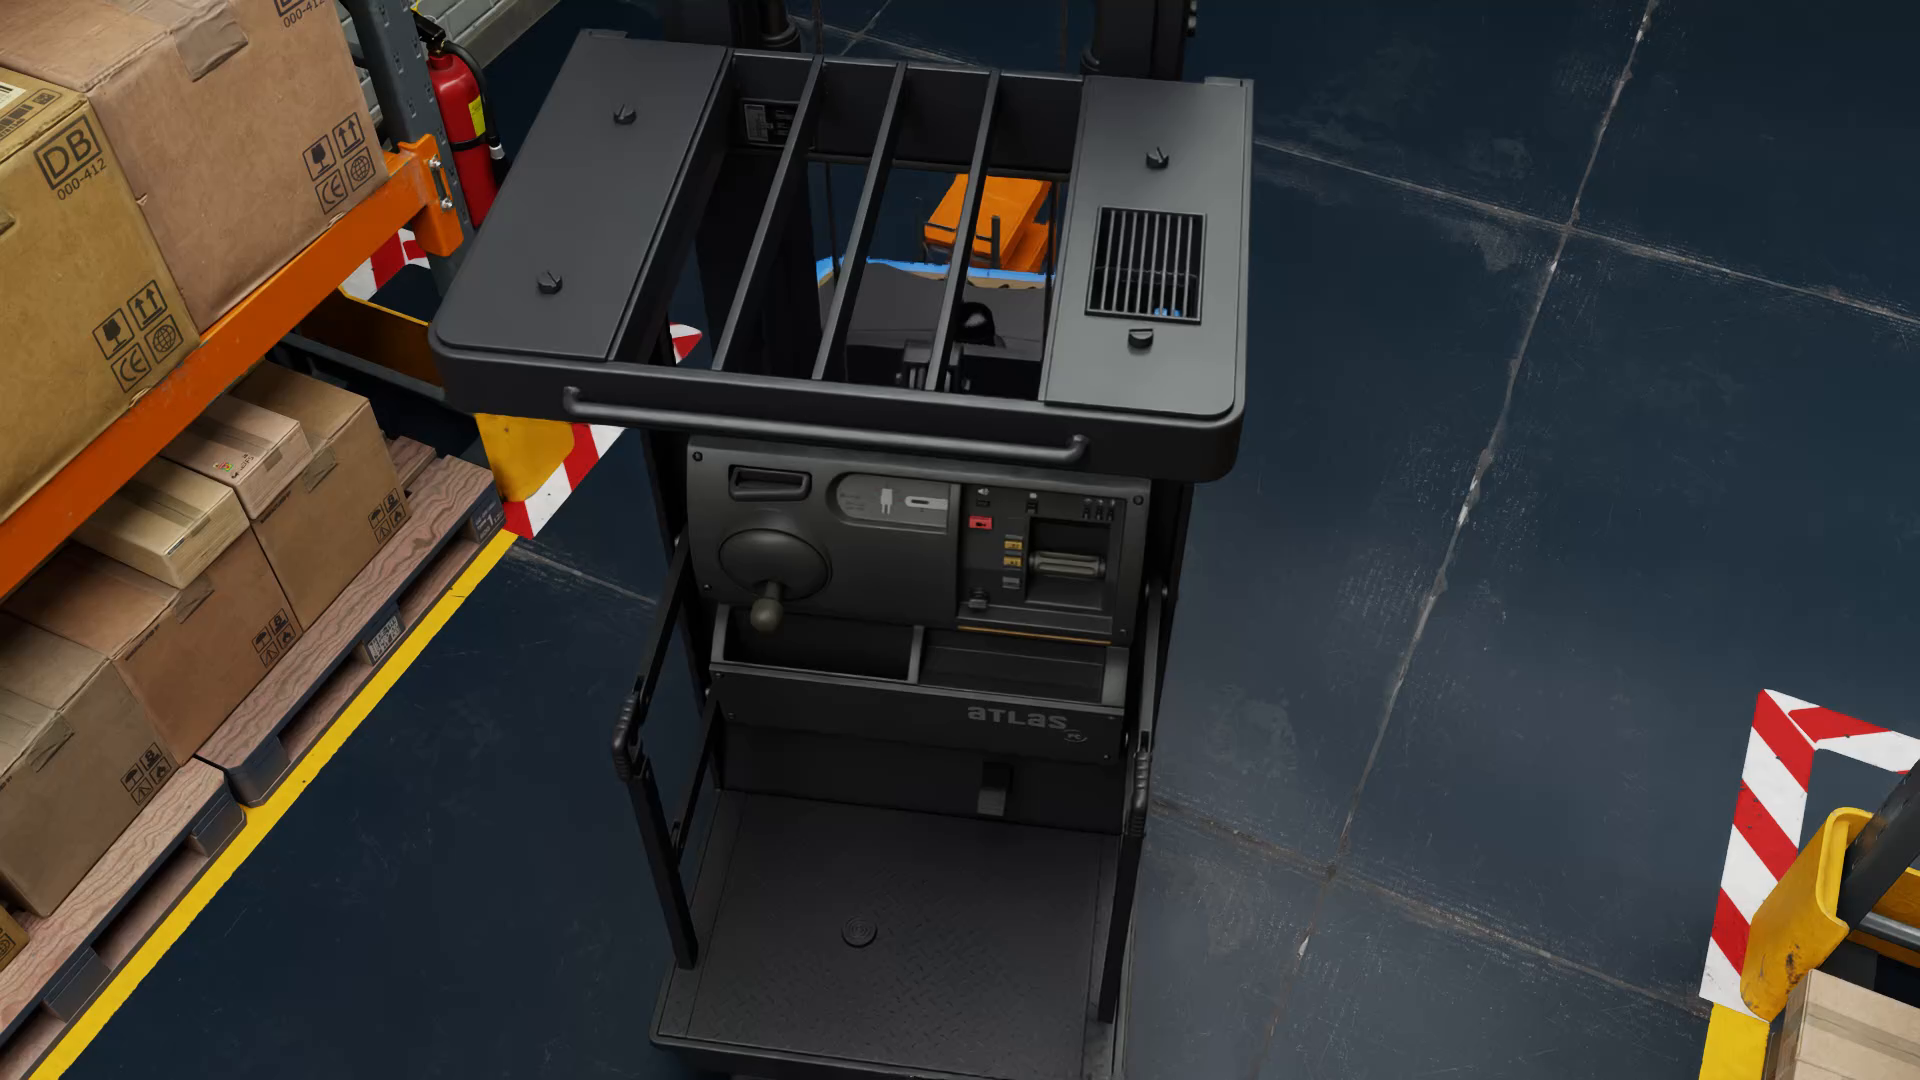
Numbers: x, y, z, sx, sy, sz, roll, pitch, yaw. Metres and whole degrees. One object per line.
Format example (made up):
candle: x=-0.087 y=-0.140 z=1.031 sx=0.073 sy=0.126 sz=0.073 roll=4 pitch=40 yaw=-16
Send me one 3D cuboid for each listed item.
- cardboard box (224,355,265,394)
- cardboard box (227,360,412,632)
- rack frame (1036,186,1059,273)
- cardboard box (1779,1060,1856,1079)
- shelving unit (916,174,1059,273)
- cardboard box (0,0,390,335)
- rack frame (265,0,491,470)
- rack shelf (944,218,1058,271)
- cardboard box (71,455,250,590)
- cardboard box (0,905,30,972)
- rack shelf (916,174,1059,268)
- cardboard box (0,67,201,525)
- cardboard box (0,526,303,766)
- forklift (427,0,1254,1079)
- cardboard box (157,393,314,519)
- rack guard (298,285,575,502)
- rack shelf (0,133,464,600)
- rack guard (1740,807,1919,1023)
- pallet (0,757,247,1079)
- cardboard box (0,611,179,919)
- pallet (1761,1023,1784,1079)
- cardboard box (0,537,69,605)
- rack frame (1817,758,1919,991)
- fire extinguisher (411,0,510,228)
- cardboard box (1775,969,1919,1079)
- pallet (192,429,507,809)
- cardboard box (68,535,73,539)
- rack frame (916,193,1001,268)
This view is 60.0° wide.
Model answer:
cardboard box: x=-2.205 y=-0.541 z=4.681 sx=0.380 sy=0.149 sz=0.250 roll=20 pitch=53 yaw=16
cardboard box: x=-2.078 y=-0.180 z=4.799 sx=0.700 sy=0.500 sz=0.500 roll=20 pitch=52 yaw=16
rack frame: x=0.177 y=-0.848 z=5.184 sx=0.240 sy=1.200 sz=0.015 roll=17 pitch=52 yaw=14
cardboard box: x=2.015 y=1.365 z=3.690 sx=0.380 sy=0.166 sz=0.250 roll=20 pitch=52 yaw=16
shelving unit: x=0.086 y=-0.676 z=5.037 sx=0.258 sy=1.200 sz=0.503 roll=17 pitch=52 yaw=14
cardboard box: x=-2.078 y=-1.111 z=4.029 sx=0.980 sy=0.700 sz=0.700 roll=22 pitch=53 yaw=18
rack frame: x=-1.869 y=-1.368 z=4.445 sx=1.000 sy=3.000 sz=0.127 roll=20 pitch=52 yaw=16
rack shelf: x=0.086 y=-0.777 z=4.918 sx=0.258 sy=0.148 sz=0.480 roll=17 pitch=52 yaw=14
cardboard box: x=-2.076 y=-0.066 z=4.276 sx=0.380 sy=0.149 sz=0.250 roll=21 pitch=53 yaw=17
cardboard box: x=-2.727 y=0.881 z=3.897 sx=0.700 sy=0.500 sz=0.500 roll=21 pitch=53 yaw=17
rack shelf: x=0.086 y=-0.931 z=4.738 sx=0.258 sy=0.148 sz=0.480 roll=17 pitch=52 yaw=14
cardboard box: x=-2.379 y=-0.607 z=3.600 sx=0.980 sy=0.700 sz=0.700 roll=19 pitch=52 yaw=16
cardboard box: x=-2.291 y=0.165 z=4.506 sx=0.700 sy=0.500 sz=0.500 roll=20 pitch=52 yaw=16
forklift: x=-0.117 y=0.124 z=3.220 sx=1.130 sy=2.935 sz=3.031 roll=6 pitch=50 yaw=5
cardboard box: x=-1.968 y=-0.242 z=4.426 sx=0.380 sy=0.149 sz=0.250 roll=19 pitch=52 yaw=16
rack guard: x=-1.859 y=-0.575 z=5.411 sx=1.175 sy=0.500 sz=0.348 roll=20 pitch=52 yaw=16
rack shelf: x=-2.724 y=0.242 z=3.547 sx=1.077 sy=0.370 sz=4.000 roll=20 pitch=52 yaw=16
rack guard: x=2.579 y=1.103 z=3.983 sx=1.175 sy=0.500 sz=0.348 roll=20 pitch=52 yaw=16
pallet: x=-2.662 y=0.948 z=4.305 sx=1.003 sy=0.211 sz=1.213 roll=20 pitch=52 yaw=16
cardboard box: x=-2.506 y=0.511 z=4.211 sx=0.700 sy=0.500 sz=0.500 roll=18 pitch=52 yaw=15
pallet: x=2.239 y=1.746 z=3.626 sx=1.003 sy=0.211 sz=1.213 roll=20 pitch=52 yaw=16
cardboard box: x=-2.528 y=-0.020 z=4.237 sx=0.380 sy=0.149 sz=0.250 roll=20 pitch=53 yaw=16
rack frame: x=2.611 y=0.241 z=3.076 sx=1.000 sy=3.000 sz=0.127 roll=20 pitch=52 yaw=16
fire extinguisher: x=-1.387 y=-1.176 z=4.577 sx=0.296 sy=0.674 sz=0.183 roll=20 pitch=52 yaw=16
cardboard box: x=2.122 y=1.199 z=3.844 sx=0.380 sy=0.149 sz=0.250 roll=20 pitch=52 yaw=16
pallet: x=-2.140 y=0.111 z=5.017 sx=1.003 sy=0.211 sz=1.213 roll=20 pitch=52 yaw=16
cardboard box: x=-2.421 y=-0.192 z=4.384 sx=0.380 sy=0.149 sz=0.250 roll=20 pitch=52 yaw=16
rack frame: x=-0.005 y=-0.504 z=4.891 sx=0.240 sy=1.200 sz=0.015 roll=17 pitch=52 yaw=14
